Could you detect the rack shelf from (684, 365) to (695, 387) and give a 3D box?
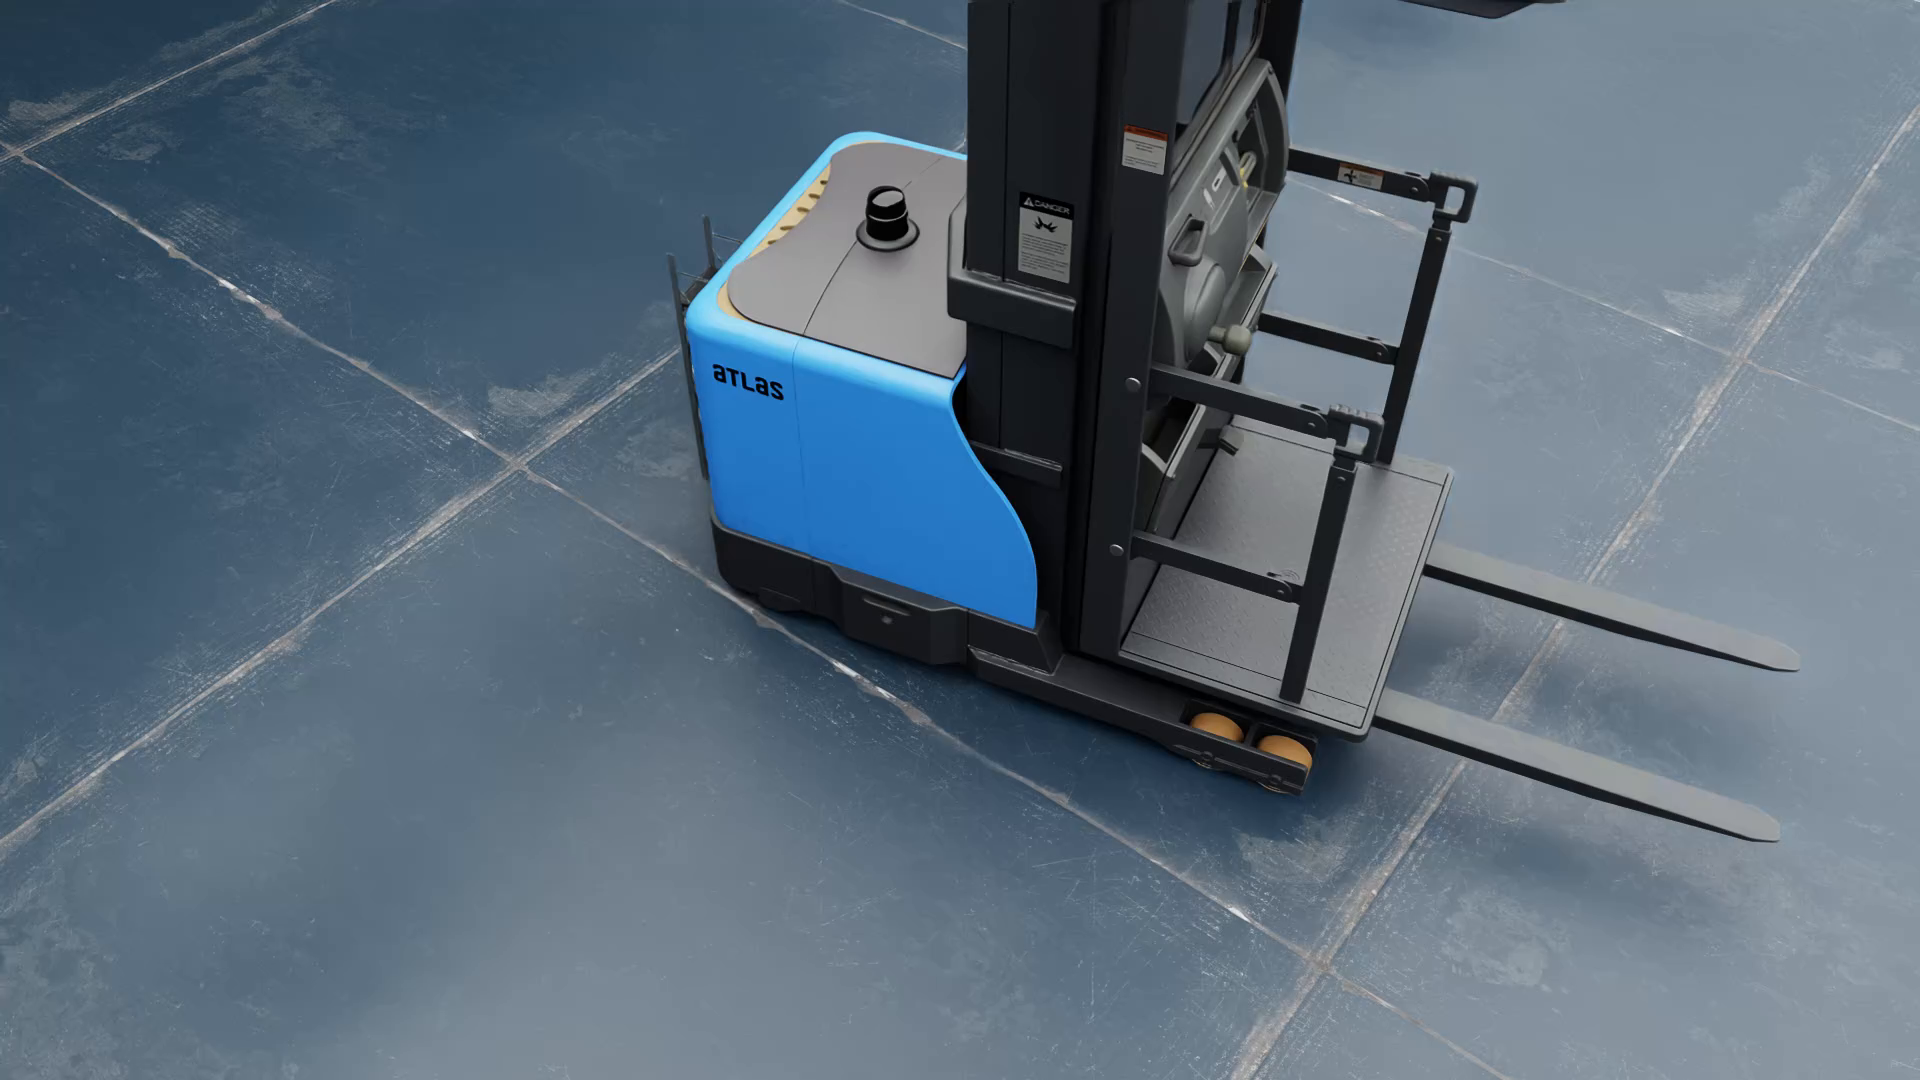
[{"bbox_3d":[-0.692,-0.525,5.175,0.258,0.077,0.200,18,49,16],"label":"rack shelf"}]

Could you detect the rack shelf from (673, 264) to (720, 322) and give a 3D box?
[{"bbox_3d":[-0.693,-0.712,4.980,0.258,0.077,0.200,18,49,16],"label":"rack shelf"}]

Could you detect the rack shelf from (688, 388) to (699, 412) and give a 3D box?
[{"bbox_3d":[-0.692,-0.463,5.240,0.258,0.077,0.200,18,49,16],"label":"rack shelf"}]

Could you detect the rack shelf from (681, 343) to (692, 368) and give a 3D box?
[{"bbox_3d":[-0.693,-0.587,5.110,0.258,0.077,0.200,18,49,16],"label":"rack shelf"}]

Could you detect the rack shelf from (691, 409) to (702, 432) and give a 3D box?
[{"bbox_3d":[-0.692,-0.401,5.305,0.258,0.077,0.200,18,49,16],"label":"rack shelf"}]

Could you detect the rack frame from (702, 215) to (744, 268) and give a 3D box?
[{"bbox_3d":[-0.651,-0.616,5.215,0.240,0.900,0.006,18,49,16],"label":"rack frame"}]

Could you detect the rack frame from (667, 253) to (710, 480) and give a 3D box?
[{"bbox_3d":[-0.734,-0.481,5.087,0.240,0.900,0.006,18,49,16],"label":"rack frame"}]

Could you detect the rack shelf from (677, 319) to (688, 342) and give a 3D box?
[{"bbox_3d":[-0.693,-0.650,5.045,0.258,0.077,0.200,18,49,16],"label":"rack shelf"}]

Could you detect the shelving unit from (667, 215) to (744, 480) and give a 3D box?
[{"bbox_3d":[-0.692,-0.548,5.151,0.258,0.900,0.210,18,49,16],"label":"shelving unit"}]

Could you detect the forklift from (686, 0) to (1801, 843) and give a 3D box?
[{"bbox_3d":[0.824,-0.756,3.946,3.031,2.935,1.130,18,49,16],"label":"forklift"}]
